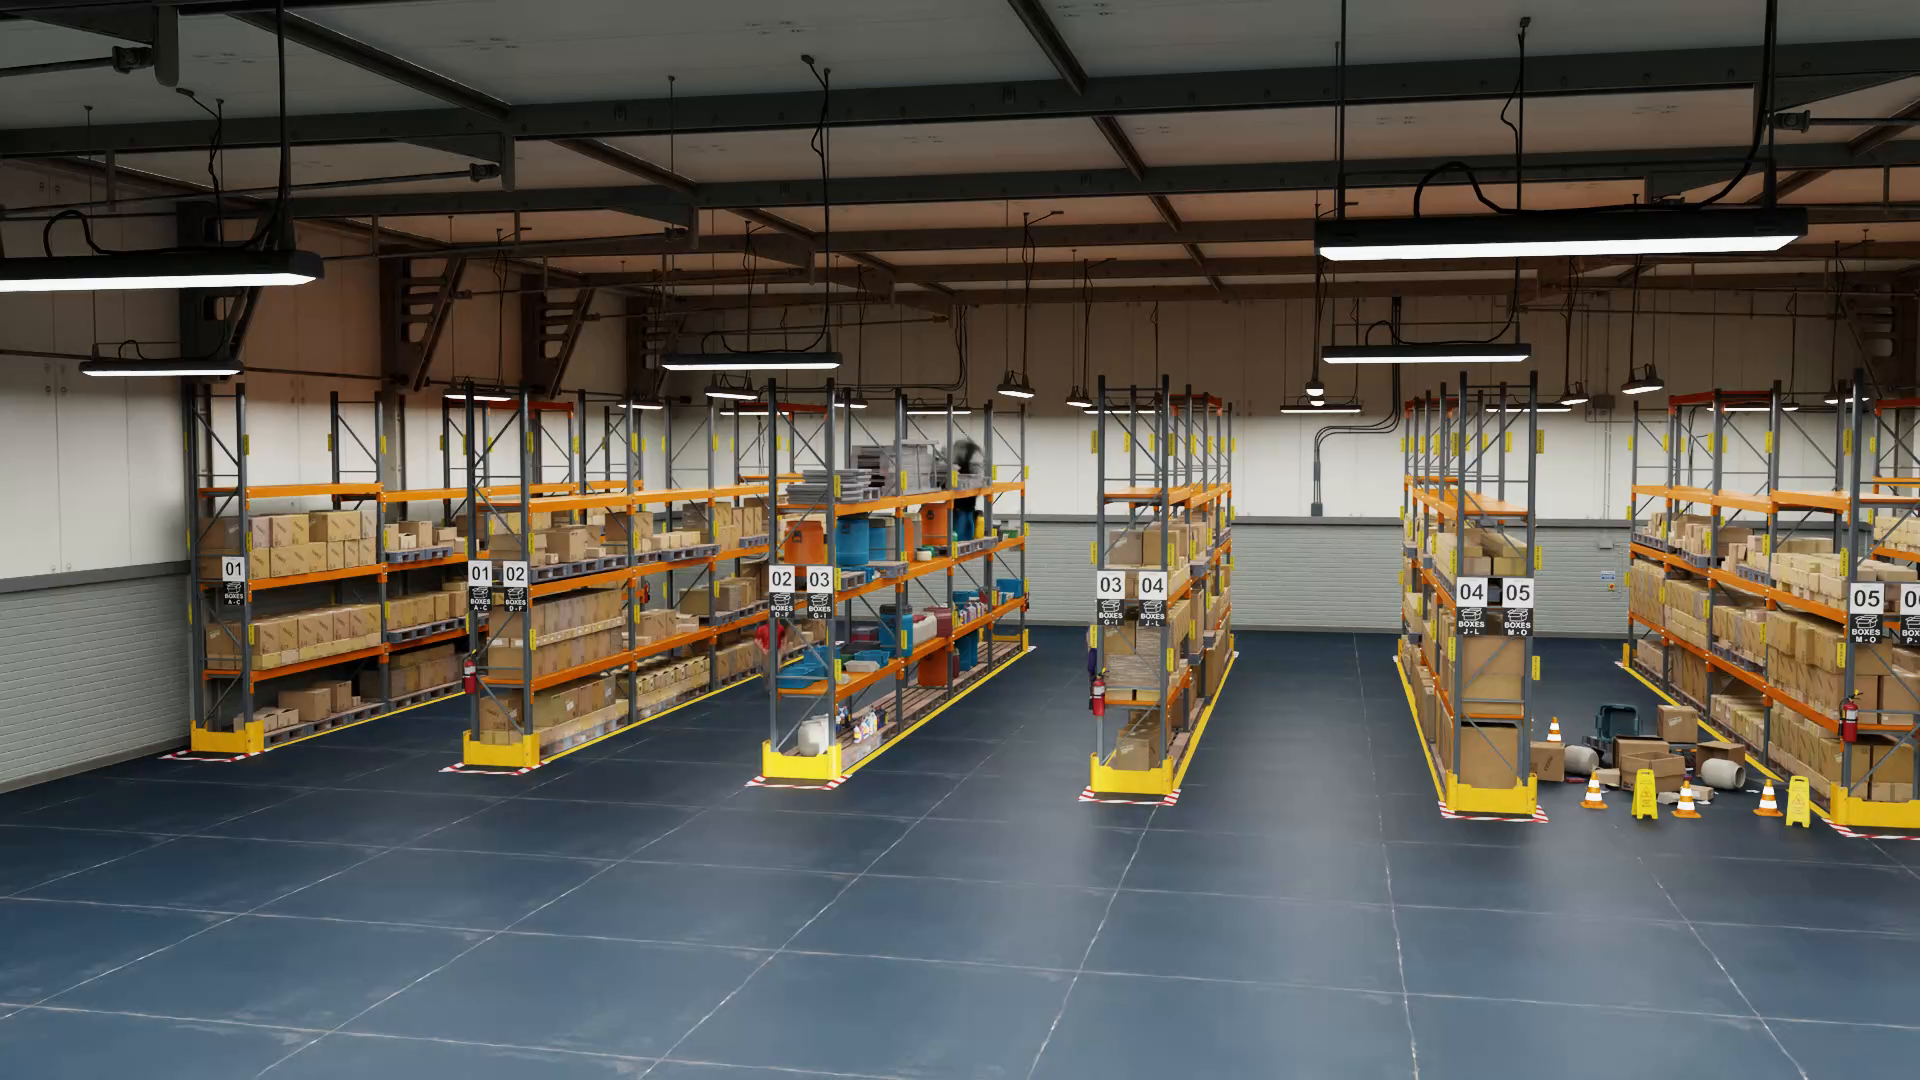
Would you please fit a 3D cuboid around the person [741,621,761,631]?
[{"bbox_3d":[-5.396,1.679,43.207,0.873,1.668,0.606,1,3,15],"label":"person"}]

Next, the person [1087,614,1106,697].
[{"bbox_3d":[2.781,2.298,33.166,0.581,1.682,0.726,1,3,14],"label":"person"}]

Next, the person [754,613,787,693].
[{"bbox_3d":[-3.771,2.279,33.124,0.662,1.679,0.804,0,3,-9],"label":"person"}]
